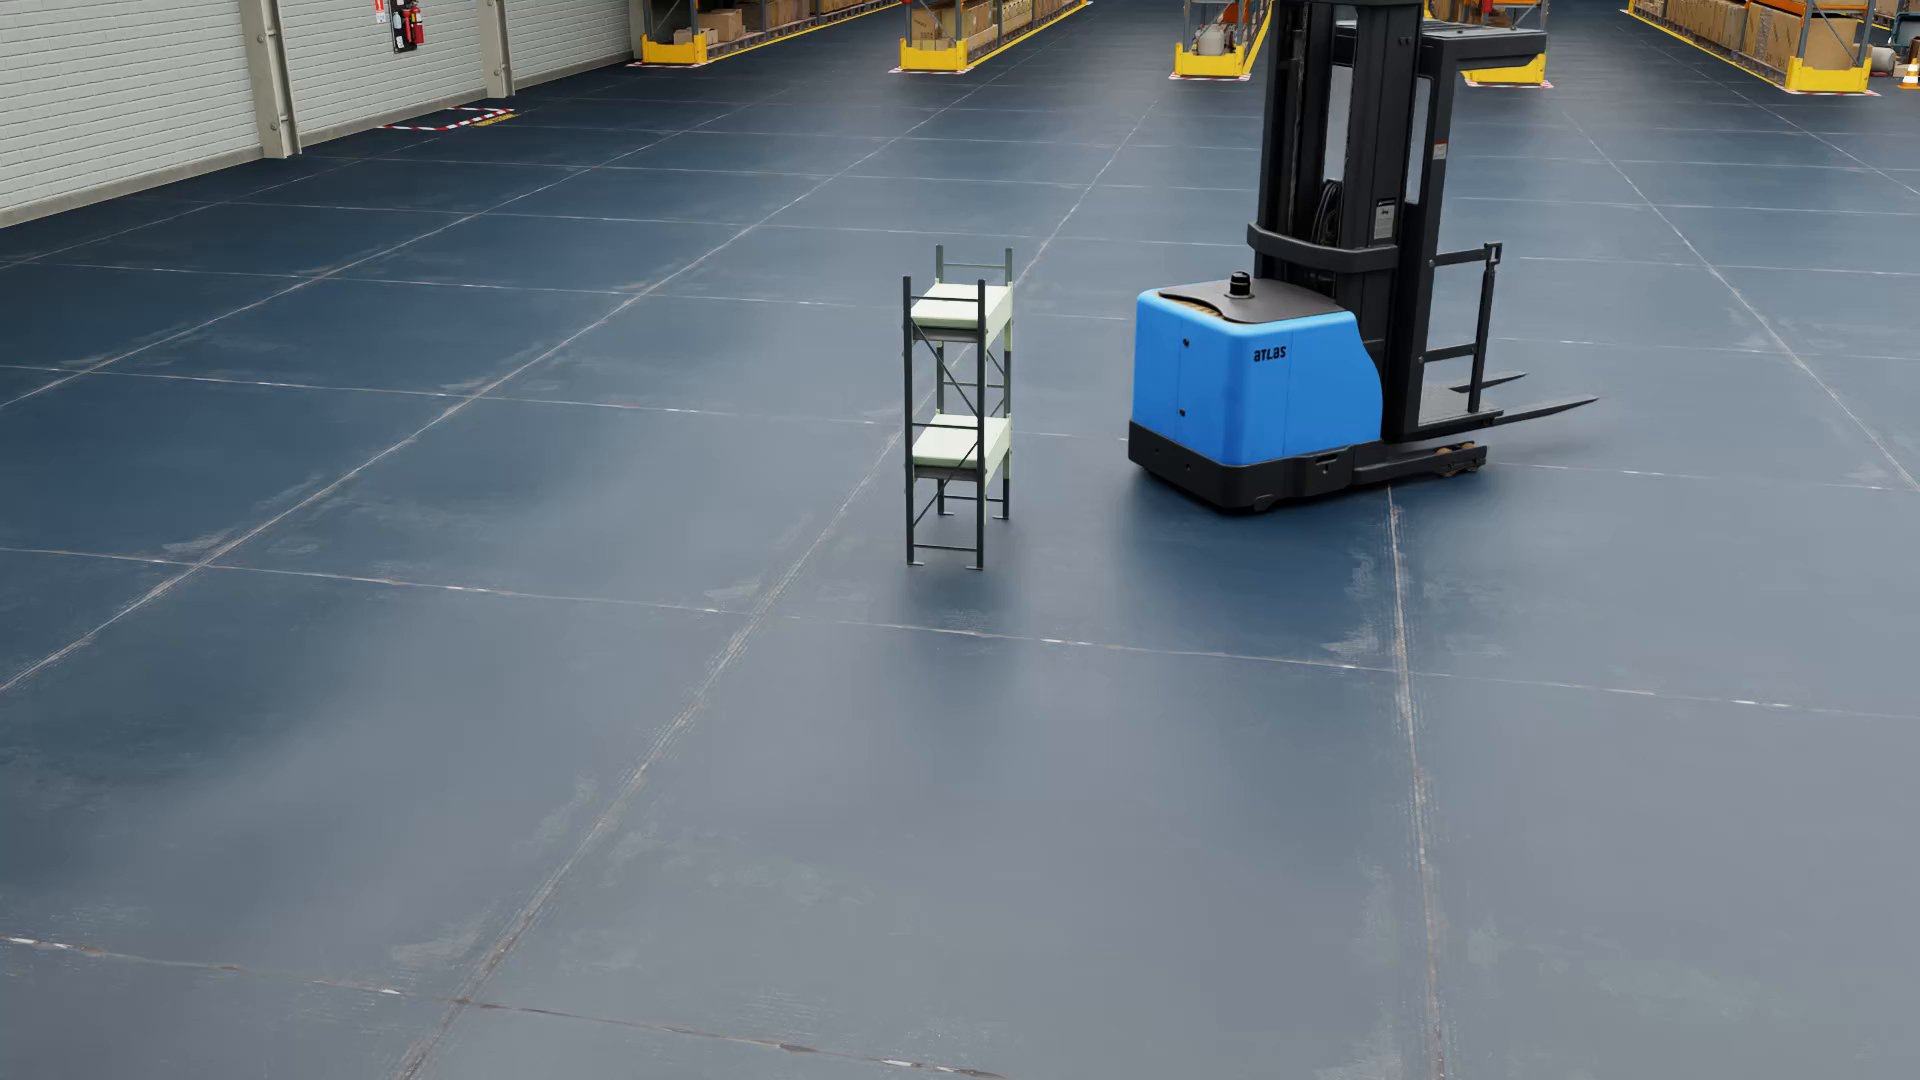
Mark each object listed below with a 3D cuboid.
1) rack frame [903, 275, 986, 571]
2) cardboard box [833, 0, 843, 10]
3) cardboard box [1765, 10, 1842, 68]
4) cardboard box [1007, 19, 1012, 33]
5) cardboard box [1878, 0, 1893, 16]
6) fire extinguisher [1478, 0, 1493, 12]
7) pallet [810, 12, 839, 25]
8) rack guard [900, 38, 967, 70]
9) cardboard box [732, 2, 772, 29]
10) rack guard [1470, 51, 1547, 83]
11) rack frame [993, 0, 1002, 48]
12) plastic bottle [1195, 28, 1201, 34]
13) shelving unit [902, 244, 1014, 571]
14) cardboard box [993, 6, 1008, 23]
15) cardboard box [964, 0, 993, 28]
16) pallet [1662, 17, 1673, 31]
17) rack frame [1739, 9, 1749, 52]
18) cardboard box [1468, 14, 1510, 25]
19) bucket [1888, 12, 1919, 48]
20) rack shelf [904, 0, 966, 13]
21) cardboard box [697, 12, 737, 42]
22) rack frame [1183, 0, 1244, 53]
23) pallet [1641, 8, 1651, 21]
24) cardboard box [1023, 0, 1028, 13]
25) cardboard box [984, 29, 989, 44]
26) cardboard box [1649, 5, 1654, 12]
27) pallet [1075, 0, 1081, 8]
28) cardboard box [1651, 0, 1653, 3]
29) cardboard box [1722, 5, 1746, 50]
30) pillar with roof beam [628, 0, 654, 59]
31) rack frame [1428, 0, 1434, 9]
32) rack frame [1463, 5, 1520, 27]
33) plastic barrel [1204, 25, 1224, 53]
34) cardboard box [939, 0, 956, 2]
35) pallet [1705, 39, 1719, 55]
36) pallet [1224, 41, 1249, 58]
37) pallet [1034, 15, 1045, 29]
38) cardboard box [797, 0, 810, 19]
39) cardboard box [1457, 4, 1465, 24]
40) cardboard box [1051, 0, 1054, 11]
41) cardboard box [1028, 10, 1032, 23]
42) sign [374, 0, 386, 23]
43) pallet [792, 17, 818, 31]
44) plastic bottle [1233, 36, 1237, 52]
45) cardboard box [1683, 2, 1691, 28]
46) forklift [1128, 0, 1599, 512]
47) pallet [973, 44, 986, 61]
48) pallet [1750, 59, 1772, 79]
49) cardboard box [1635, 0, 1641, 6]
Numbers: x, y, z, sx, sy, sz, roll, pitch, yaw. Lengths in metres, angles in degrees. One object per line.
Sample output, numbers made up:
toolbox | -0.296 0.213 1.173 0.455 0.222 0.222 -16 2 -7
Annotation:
rack frame | -0.076 -0.559 8.235 0.400 1.500 0.023 4 22 11
cardboard box | -3.226 -12.968 39.352 0.750 0.750 0.750 4 22 11
cardboard box | 14.311 -8.502 28.230 0.875 0.875 0.875 4 22 10
cardboard box | 0.775 -10.587 34.244 0.500 0.250 0.500 5 22 12
cardboard box | 21.790 -12.321 38.299 0.875 0.438 0.875 4 22 9
fire extinguisher | 8.750 -9.090 27.512 0.296 0.674 0.183 4 22 11
pallet | -3.455 -12.180 38.814 1.003 0.211 1.213 4 22 11
rack guard | -0.477 -8.721 29.838 1.175 0.500 0.348 4 22 11
cardboard box | -4.372 -11.043 35.016 0.700 0.500 0.500 5 23 13
rack guard | 9.240 -8.001 28.050 1.175 0.500 0.348 4 22 11
rack frame | 0.344 -11.352 33.025 1.000 3.000 0.127 4 22 11
plastic bottle | 4.458 -9.392 31.116 0.144 0.351 0.185 5 23 13
shelving unit | -0.001 -0.693 8.567 0.431 1.500 0.755 4 22 11
cardboard box | 0.672 -10.664 33.684 0.500 0.311 0.500 5 22 11
cardboard box | 0.350 -10.251 32.406 0.500 0.500 0.500 4 22 11
pallet | 16.351 -11.528 37.195 1.003 0.211 1.213 4 22 11
rack frame | 14.876 -10.180 30.116 1.000 3.000 0.127 4 22 11
cardboard box | 10.188 -9.863 32.085 0.700 0.500 0.500 3 22 7
bucket | 17.105 -9.142 29.884 0.726 0.611 0.620 13 15 29
rack shelf | -0.064 -10.287 31.343 1.077 0.370 4.000 4 22 11
cardboard box | -4.778 -10.029 32.498 0.700 0.500 0.500 3 22 8
rack frame | 4.376 -9.510 28.452 1.000 3.000 0.127 4 22 11
pallet | 16.858 -12.509 39.630 1.003 0.211 1.213 4 22 11
cardboard box | 1.195 -11.593 35.993 0.500 0.311 0.500 4 22 10
cardboard box | 0.264 -9.719 32.089 0.500 0.250 0.500 4 22 11
cardboard box | 16.466 -12.527 39.195 0.380 0.149 0.250 4 22 11
pallet | 2.615 -14.128 43.650 1.003 0.211 1.213 4 22 11
cardboard box | 16.758 -12.923 39.782 0.380 0.149 0.250 6 23 14
cardboard box | 14.915 -9.566 31.039 1.050 0.750 0.750 4 22 11
pillar with roof beam | -1.812 -13.042 29.191 9.100 9.000 0.400 4 22 11
rack frame | 12.490 -14.984 42.044 1.000 3.000 0.127 4 22 11
rack frame | 10.041 -10.595 31.147 1.000 3.000 0.127 4 22 11
plastic barrel | 4.538 -8.981 29.906 0.421 0.512 0.421 0 22 0
cardboard box | -0.151 -10.290 32.503 0.500 0.500 0.500 4 22 11
pallet | 15.207 -9.622 32.463 1.003 0.211 1.213 4 22 11
pallet | 5.015 -9.437 32.003 1.003 0.211 1.213 4 22 11
pallet | 1.350 -11.792 37.849 1.003 0.211 1.213 4 22 11
cardboard box | -3.786 -11.968 37.313 0.700 0.500 0.500 5 22 12
cardboard box | 10.740 -10.856 34.552 0.700 0.500 0.500 3 22 8
cardboard box | 1.945 -12.757 39.270 0.500 0.500 0.500 5 22 12
cardboard box | 1.292 -11.523 36.569 0.500 0.250 0.500 5 22 12
sign | -8.006 -7.314 22.952 0.001 0.329 0.234 4 22 11
pallet | -3.851 -11.612 37.403 1.003 0.211 1.213 4 22 11
plastic bottle | 5.051 -9.088 30.467 0.097 0.271 0.097 0 22 0
cardboard box | 15.680 -11.129 35.255 0.500 0.500 0.500 5 23 13
forklift | 2.541 -1.892 9.628 3.031 2.935 1.130 -11 25 -26
pallet | -0.106 -9.323 31.721 1.003 0.211 1.213 4 22 11
pallet | 14.398 -8.167 28.850 1.003 0.211 1.213 4 22 11
cardboard box | 16.904 -13.274 41.052 0.380 0.149 0.250 5 22 12
